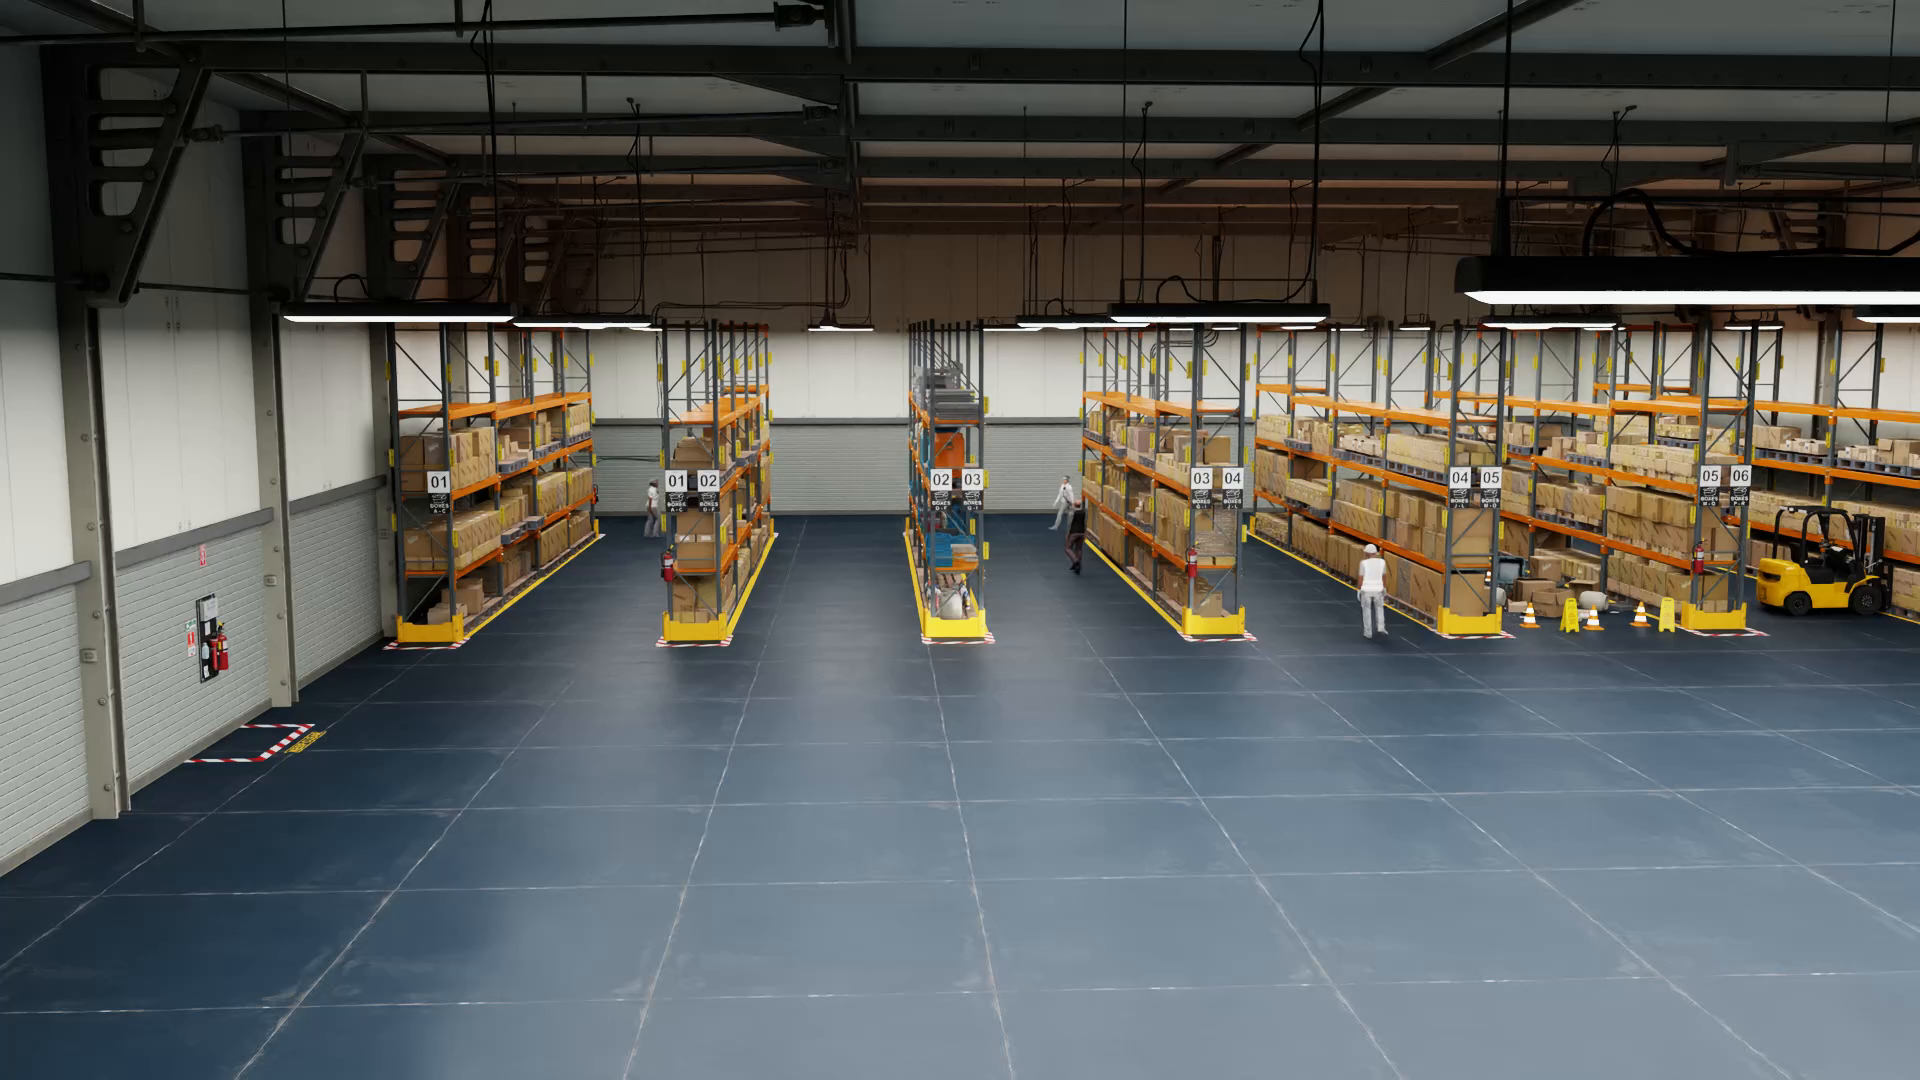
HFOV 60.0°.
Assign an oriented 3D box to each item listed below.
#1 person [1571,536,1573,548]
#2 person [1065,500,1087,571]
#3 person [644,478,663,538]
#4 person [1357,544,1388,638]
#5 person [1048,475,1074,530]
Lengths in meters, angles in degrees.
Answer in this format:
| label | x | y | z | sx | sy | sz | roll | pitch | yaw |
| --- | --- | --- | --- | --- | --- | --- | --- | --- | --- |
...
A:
| label | x | y | z | sx | sy | sz | roll | pitch | yaw |
| --- | --- | --- | --- | --- | --- | --- | --- | --- | --- |
| person | 16.158 | -0.607 | 44.298 | 0.580 | 1.793 | 0.410 | -4 | 8 | -32 |
| person | 2.840 | -0.112 | 40.320 | 0.547 | 1.723 | 0.512 | -4 | 8 | -30 |
| person | -8.698 | -0.889 | 46.922 | 0.502 | 1.698 | 0.453 | -3 | 8 | -26 |
| person | 7.802 | 0.966 | 31.449 | 0.583 | 1.787 | 0.509 | 0 | 7 | -1 |
| person | 3.061 | -1.101 | 48.593 | 1.056 | 1.618 | 0.456 | -2 | 7 | -14 |
